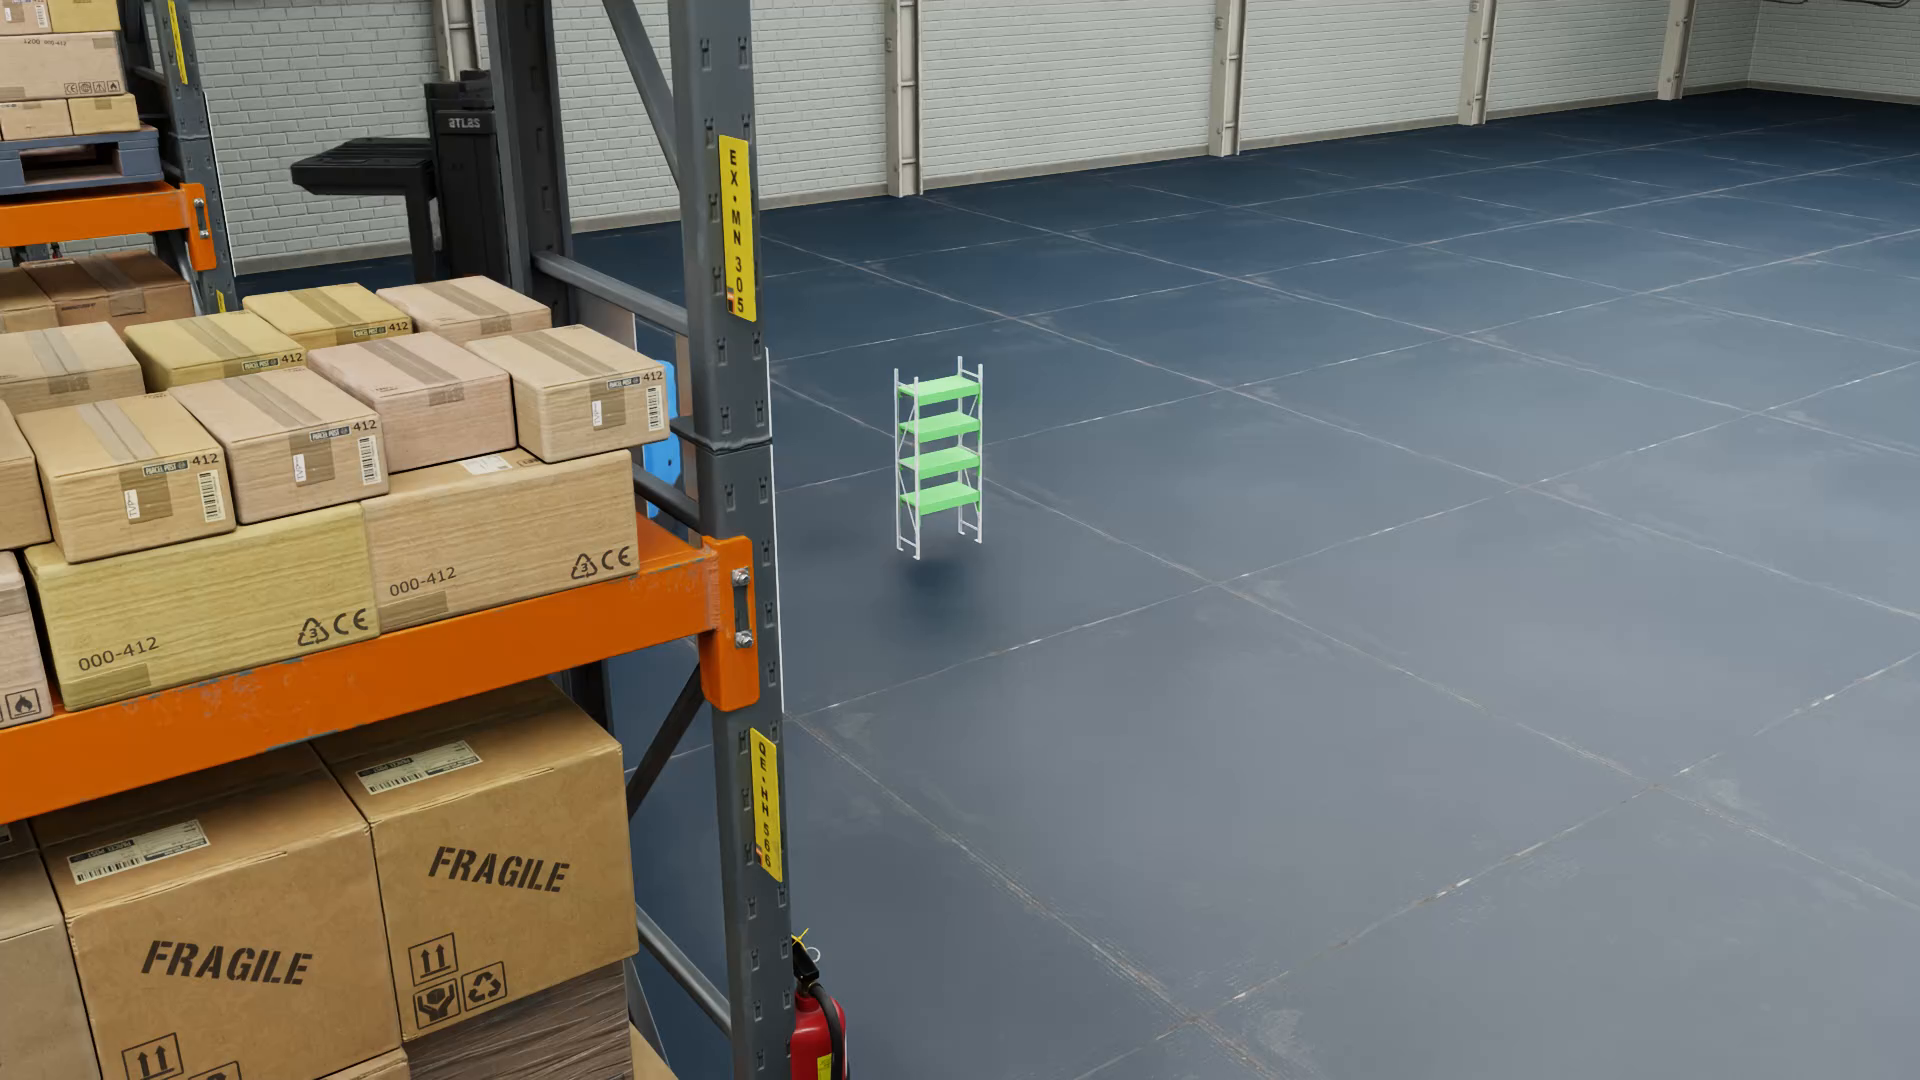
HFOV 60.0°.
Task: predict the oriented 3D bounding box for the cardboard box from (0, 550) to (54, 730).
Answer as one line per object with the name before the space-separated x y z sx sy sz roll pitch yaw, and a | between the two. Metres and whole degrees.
cardboard box | -1.780 0.142 2.647 0.500 0.250 0.500 -14 26 -32

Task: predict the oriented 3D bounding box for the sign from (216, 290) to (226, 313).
sign | -3.221 -0.928 7.292 0.005 0.325 0.100 -15 26 -33

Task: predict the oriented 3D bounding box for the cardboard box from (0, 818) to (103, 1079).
cardboard box | -1.824 0.830 2.885 0.500 0.500 0.500 -15 26 -33

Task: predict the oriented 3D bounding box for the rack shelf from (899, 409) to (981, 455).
rack shelf | -0.134 -0.685 10.519 0.480 0.148 0.258 -15 26 -33

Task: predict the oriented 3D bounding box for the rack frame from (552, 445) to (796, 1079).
rack frame | -0.712 1.068 4.173 0.127 3.000 1.000 -15 26 -33

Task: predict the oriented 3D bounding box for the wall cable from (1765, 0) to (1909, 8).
wall cable | 17.022 -11.604 32.024 0.112 2.526 3.097 -15 26 -33

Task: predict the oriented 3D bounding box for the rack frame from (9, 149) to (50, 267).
rack frame | -6.500 -1.914 11.645 0.127 3.000 1.000 -15 26 -33

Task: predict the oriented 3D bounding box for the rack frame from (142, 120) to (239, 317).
rack frame | -3.527 -0.446 7.967 0.127 3.000 1.000 -15 26 -33

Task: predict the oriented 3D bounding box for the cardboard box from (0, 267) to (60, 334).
cardboard box | -4.243 -0.802 7.200 0.550 0.550 0.875 -15 26 -33

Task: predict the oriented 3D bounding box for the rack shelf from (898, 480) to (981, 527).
rack shelf | -0.134 -0.239 10.697 0.480 0.148 0.258 -15 26 -33

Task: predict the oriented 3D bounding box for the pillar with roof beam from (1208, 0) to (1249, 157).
pillar with roof beam | 6.632 -8.914 21.093 0.400 9.000 9.100 -15 26 -33

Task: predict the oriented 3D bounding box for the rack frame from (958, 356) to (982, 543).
rack frame | 0.064 -0.574 10.717 0.015 1.200 0.240 -15 26 -33

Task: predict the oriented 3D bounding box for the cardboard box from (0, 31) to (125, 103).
cardboard box | -3.761 -1.959 6.812 0.500 0.250 0.500 -15 26 -32

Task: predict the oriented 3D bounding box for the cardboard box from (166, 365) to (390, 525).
cardboard box | -1.193 -0.174 2.901 0.250 0.149 0.380 -16 27 -35

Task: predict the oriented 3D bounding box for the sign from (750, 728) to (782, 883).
sign | -0.404 0.555 3.471 0.005 0.325 0.100 -15 26 -33

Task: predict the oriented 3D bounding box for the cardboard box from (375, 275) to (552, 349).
cardboard box | -1.071 -0.451 3.596 0.250 0.149 0.380 -15 26 -33

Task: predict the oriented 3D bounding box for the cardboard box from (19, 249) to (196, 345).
cardboard box | -3.851 -0.949 7.567 0.550 0.550 0.875 -15 26 -33

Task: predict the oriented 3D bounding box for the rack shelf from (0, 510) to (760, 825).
rack shelf | -2.336 0.442 2.666 4.000 0.370 1.077 -15 26 -33

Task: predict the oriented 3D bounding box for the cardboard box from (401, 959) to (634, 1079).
cardboard box | -1.175 0.994 3.822 0.500 0.500 0.875 -15 26 -33

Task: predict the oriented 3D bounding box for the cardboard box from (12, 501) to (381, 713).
cardboard box | -1.359 0.034 2.919 0.500 0.250 0.500 -15 26 -33

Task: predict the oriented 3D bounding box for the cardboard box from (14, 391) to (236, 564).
cardboard box | -1.383 -0.112 2.747 0.250 0.149 0.380 -15 26 -33

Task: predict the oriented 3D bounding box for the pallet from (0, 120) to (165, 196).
pallet | -4.123 -1.635 7.018 1.213 0.211 1.003 -15 26 -33

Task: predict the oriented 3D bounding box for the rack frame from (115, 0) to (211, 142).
rack frame | -3.527 -3.233 6.856 0.127 3.000 1.000 -15 26 -33

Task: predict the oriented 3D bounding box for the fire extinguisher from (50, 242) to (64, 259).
fire extinguisher | -6.138 -1.764 11.374 0.183 0.674 0.296 -15 26 -33

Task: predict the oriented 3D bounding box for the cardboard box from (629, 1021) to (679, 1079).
cardboard box | -0.823 1.308 3.909 0.250 0.149 0.380 -15 26 -33

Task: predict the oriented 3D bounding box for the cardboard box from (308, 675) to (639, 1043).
cardboard box | -1.014 0.612 3.430 0.500 0.500 0.500 -15 26 -33

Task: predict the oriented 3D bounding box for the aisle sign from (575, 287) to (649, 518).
aisle sign | -0.837 -0.243 3.951 0.004 0.787 0.394 -15 26 -33

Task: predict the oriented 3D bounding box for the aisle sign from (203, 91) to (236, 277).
aisle sign | -3.294 -1.579 7.298 0.004 0.787 0.394 -15 26 -33

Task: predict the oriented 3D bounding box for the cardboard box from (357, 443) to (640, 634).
cardboard box | -0.955 -0.075 3.192 0.500 0.250 0.500 -14 26 -32

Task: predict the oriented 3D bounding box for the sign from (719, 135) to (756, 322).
sign | -0.404 -0.565 3.024 0.005 0.325 0.100 -15 26 -33

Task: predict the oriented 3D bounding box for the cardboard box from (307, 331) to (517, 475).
cardboard box | -1.035 -0.266 3.132 0.250 0.149 0.380 -16 27 -35

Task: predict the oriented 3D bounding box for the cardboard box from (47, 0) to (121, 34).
cardboard box | -3.602 -2.160 6.775 0.250 0.149 0.380 -15 26 -32

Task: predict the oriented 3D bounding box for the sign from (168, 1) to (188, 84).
sign | -3.221 -2.048 6.845 0.005 0.325 0.100 -15 26 -33

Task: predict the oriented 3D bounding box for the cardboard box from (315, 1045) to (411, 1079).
cardboard box | -1.511 1.138 3.460 0.500 0.500 0.875 -15 26 -33

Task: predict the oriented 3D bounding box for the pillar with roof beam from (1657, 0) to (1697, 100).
pillar with roof beam | 16.373 -11.511 27.602 0.400 9.000 9.100 -15 26 -33

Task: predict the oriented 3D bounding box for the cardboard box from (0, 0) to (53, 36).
cardboard box | -3.806 -2.106 6.641 0.250 0.149 0.380 -15 26 -33

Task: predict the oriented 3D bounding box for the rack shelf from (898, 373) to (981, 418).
rack shelf | -0.134 -0.908 10.430 0.480 0.148 0.258 -15 26 -33

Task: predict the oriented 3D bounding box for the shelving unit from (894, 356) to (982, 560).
shelving unit | -0.134 -0.521 10.584 0.503 1.200 0.258 -15 26 -33

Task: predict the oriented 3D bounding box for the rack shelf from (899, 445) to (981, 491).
rack shelf | -0.134 -0.462 10.608 0.480 0.148 0.258 -15 26 -33

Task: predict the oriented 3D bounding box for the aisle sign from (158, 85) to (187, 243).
aisle sign | -3.645 -1.759 7.750 0.004 0.787 0.394 -15 26 -33

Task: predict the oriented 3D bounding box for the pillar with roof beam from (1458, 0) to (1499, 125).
pillar with roof beam | 11.503 -10.213 24.347 0.400 9.000 9.100 -15 26 -33

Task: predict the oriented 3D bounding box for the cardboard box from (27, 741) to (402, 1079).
cardboard box | -1.417 0.722 3.154 0.500 0.500 0.500 -15 26 -33

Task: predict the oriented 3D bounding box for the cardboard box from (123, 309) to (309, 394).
cardboard box | -1.471 -0.332 3.298 0.250 0.149 0.380 -15 26 -34

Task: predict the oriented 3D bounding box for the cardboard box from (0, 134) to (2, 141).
cardboard box | -4.012 -1.680 6.650 0.250 0.149 0.380 -14 26 -32

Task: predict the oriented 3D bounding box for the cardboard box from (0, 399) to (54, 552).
cardboard box | -1.657 -0.096 2.707 0.250 0.149 0.380 -15 26 -32

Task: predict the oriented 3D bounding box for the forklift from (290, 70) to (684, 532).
forklift | -3.396 -1.395 10.437 3.031 2.935 1.130 1 22 1

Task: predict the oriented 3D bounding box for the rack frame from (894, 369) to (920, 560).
rack frame | -0.332 -0.469 10.452 0.015 1.200 0.240 -15 26 -33

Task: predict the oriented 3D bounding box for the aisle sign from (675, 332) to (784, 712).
aisle sign | -0.487 -0.063 3.499 0.004 0.787 0.394 -15 26 -33

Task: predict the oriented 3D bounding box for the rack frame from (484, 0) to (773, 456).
rack frame | -0.712 -1.719 3.061 0.127 3.000 1.000 -15 26 -33

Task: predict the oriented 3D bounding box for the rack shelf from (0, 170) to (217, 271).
rack shelf | -5.150 -1.072 6.460 4.000 0.370 1.077 -15 26 -33

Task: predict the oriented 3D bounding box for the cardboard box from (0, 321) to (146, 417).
cardboard box | -1.734 -0.295 3.204 0.250 0.149 0.380 -14 26 -31

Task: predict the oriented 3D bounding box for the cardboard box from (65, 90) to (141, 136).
cardboard box | -3.599 -1.790 6.926 0.250 0.149 0.380 -15 26 -33

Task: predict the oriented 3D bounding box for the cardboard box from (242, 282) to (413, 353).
cardboard box | -1.338 -0.424 3.528 0.250 0.149 0.380 -14 26 -32

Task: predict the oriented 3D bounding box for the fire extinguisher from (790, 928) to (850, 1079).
fire extinguisher | -0.350 1.218 3.902 0.183 0.674 0.296 -15 26 -33

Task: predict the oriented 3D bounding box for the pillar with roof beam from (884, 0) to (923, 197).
pillar with roof beam | 1.762 -7.615 17.838 0.400 9.000 9.100 -15 26 -33

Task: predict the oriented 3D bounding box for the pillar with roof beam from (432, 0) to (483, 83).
pillar with roof beam | -3.109 -6.316 14.584 0.400 9.000 9.100 -15 26 -33

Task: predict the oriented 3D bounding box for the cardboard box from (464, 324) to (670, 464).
cardboard box | -0.755 -0.287 3.185 0.250 0.149 0.380 -15 26 -33

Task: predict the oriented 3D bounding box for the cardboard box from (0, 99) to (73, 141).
cardboard box | -3.804 -1.736 6.790 0.250 0.149 0.380 -15 26 -32
